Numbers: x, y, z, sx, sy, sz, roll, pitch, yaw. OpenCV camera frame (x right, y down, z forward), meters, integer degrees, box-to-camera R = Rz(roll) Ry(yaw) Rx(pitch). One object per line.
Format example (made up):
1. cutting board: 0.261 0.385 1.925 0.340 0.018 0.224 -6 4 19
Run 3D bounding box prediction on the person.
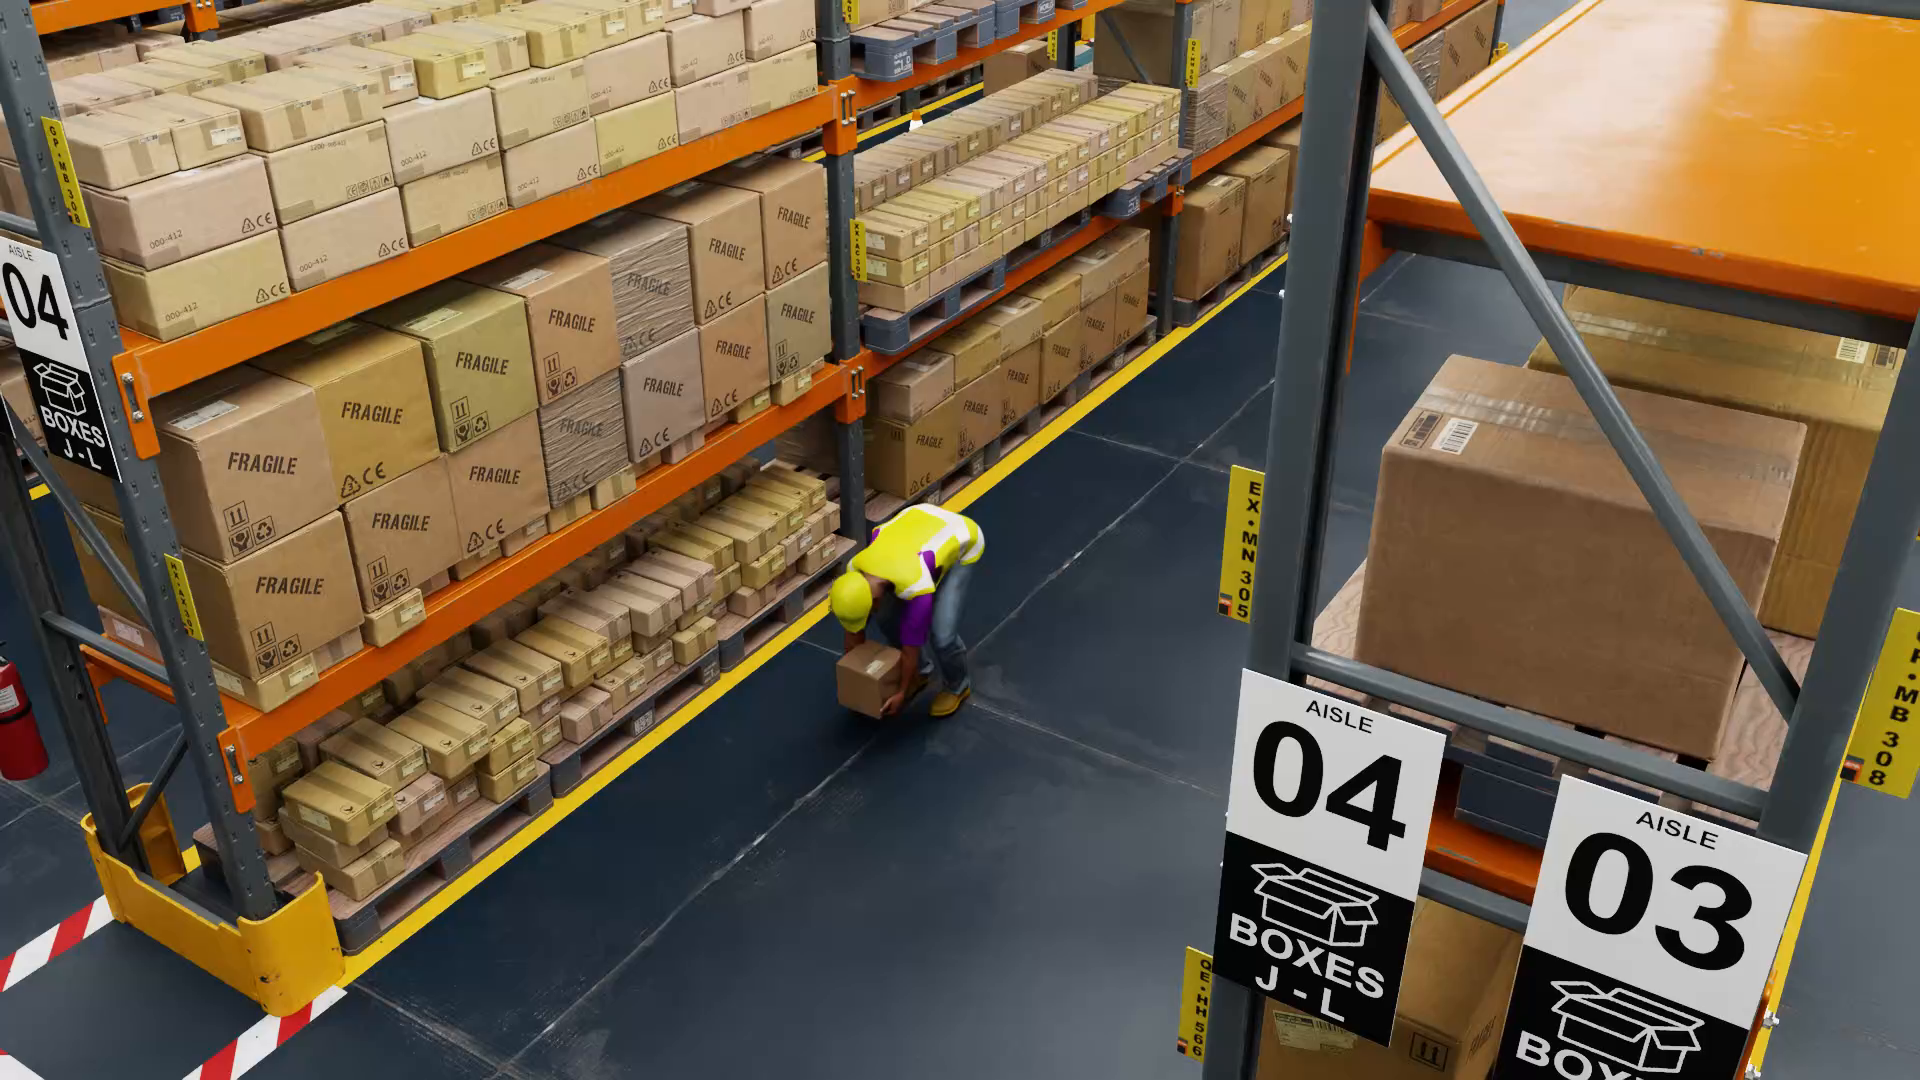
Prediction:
1. person: -0.272 0.419 8.138 0.481 1.064 0.982 20 36 31
